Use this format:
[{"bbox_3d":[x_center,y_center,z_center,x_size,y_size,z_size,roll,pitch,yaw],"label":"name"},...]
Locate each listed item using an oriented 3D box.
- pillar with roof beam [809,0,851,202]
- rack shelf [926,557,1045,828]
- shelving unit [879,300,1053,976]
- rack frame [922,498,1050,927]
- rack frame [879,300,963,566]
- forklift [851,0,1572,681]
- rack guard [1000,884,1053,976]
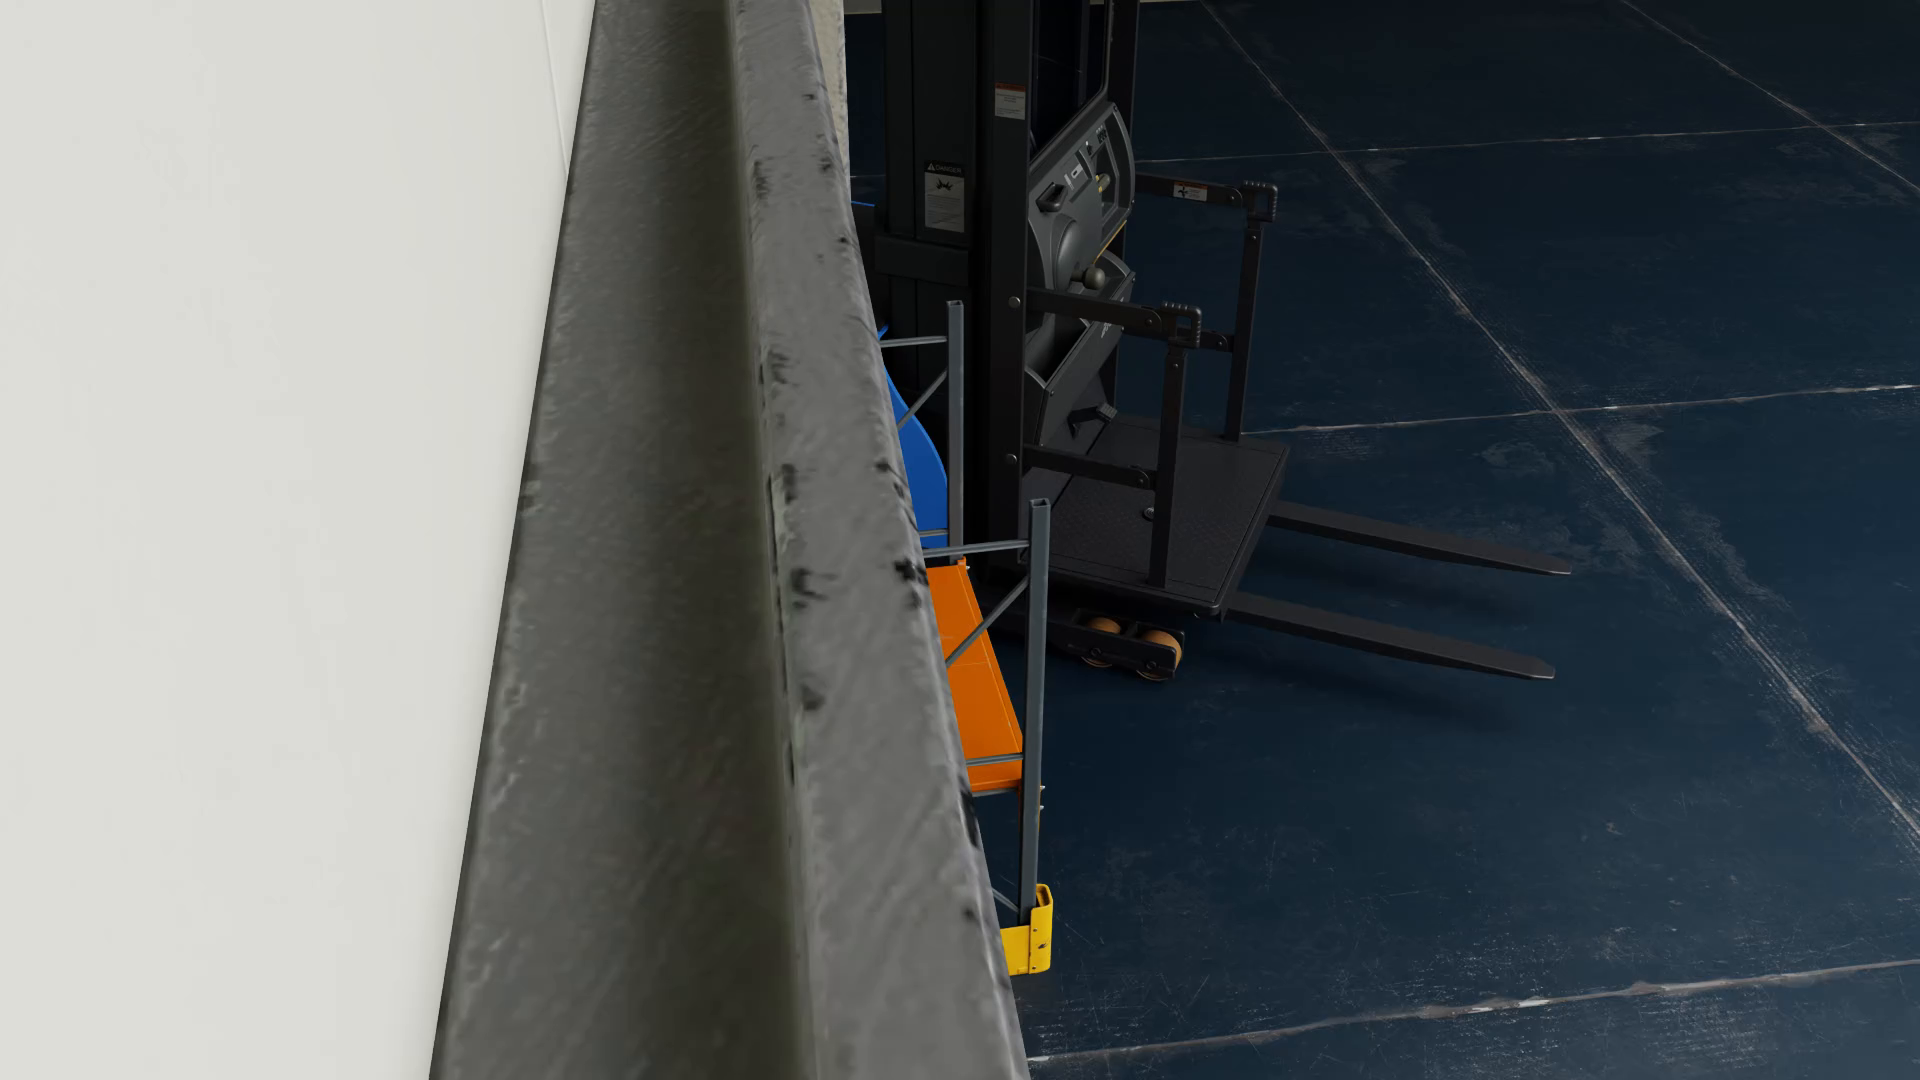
[{"bbox_3d":[3.909,-2.664,2.168,9.100,9.000,0.400,-4,35,-6],"label":"pillar with roof beam"},{"bbox_3d":[-0.143,0.428,4.609,0.538,0.185,1.000,-6,35,-9],"label":"rack shelf"},{"bbox_3d":[-0.141,0.285,4.500,0.587,1.500,1.083,-6,35,-9],"label":"shelving unit"},{"bbox_3d":[-0.047,0.561,4.095,0.500,1.500,0.032,-6,35,-9],"label":"rack frame"},{"bbox_3d":[-0.239,-0.001,4.920,0.500,1.500,0.032,-6,35,-9],"label":"rack frame"},{"bbox_3d":[0.578,-1.081,5.234,3.031,2.935,1.130,13,36,18],"label":"forklift"},{"bbox_3d":[-0.047,1.077,4.448,0.587,0.250,0.087,-6,35,-9],"label":"rack guard"}]
